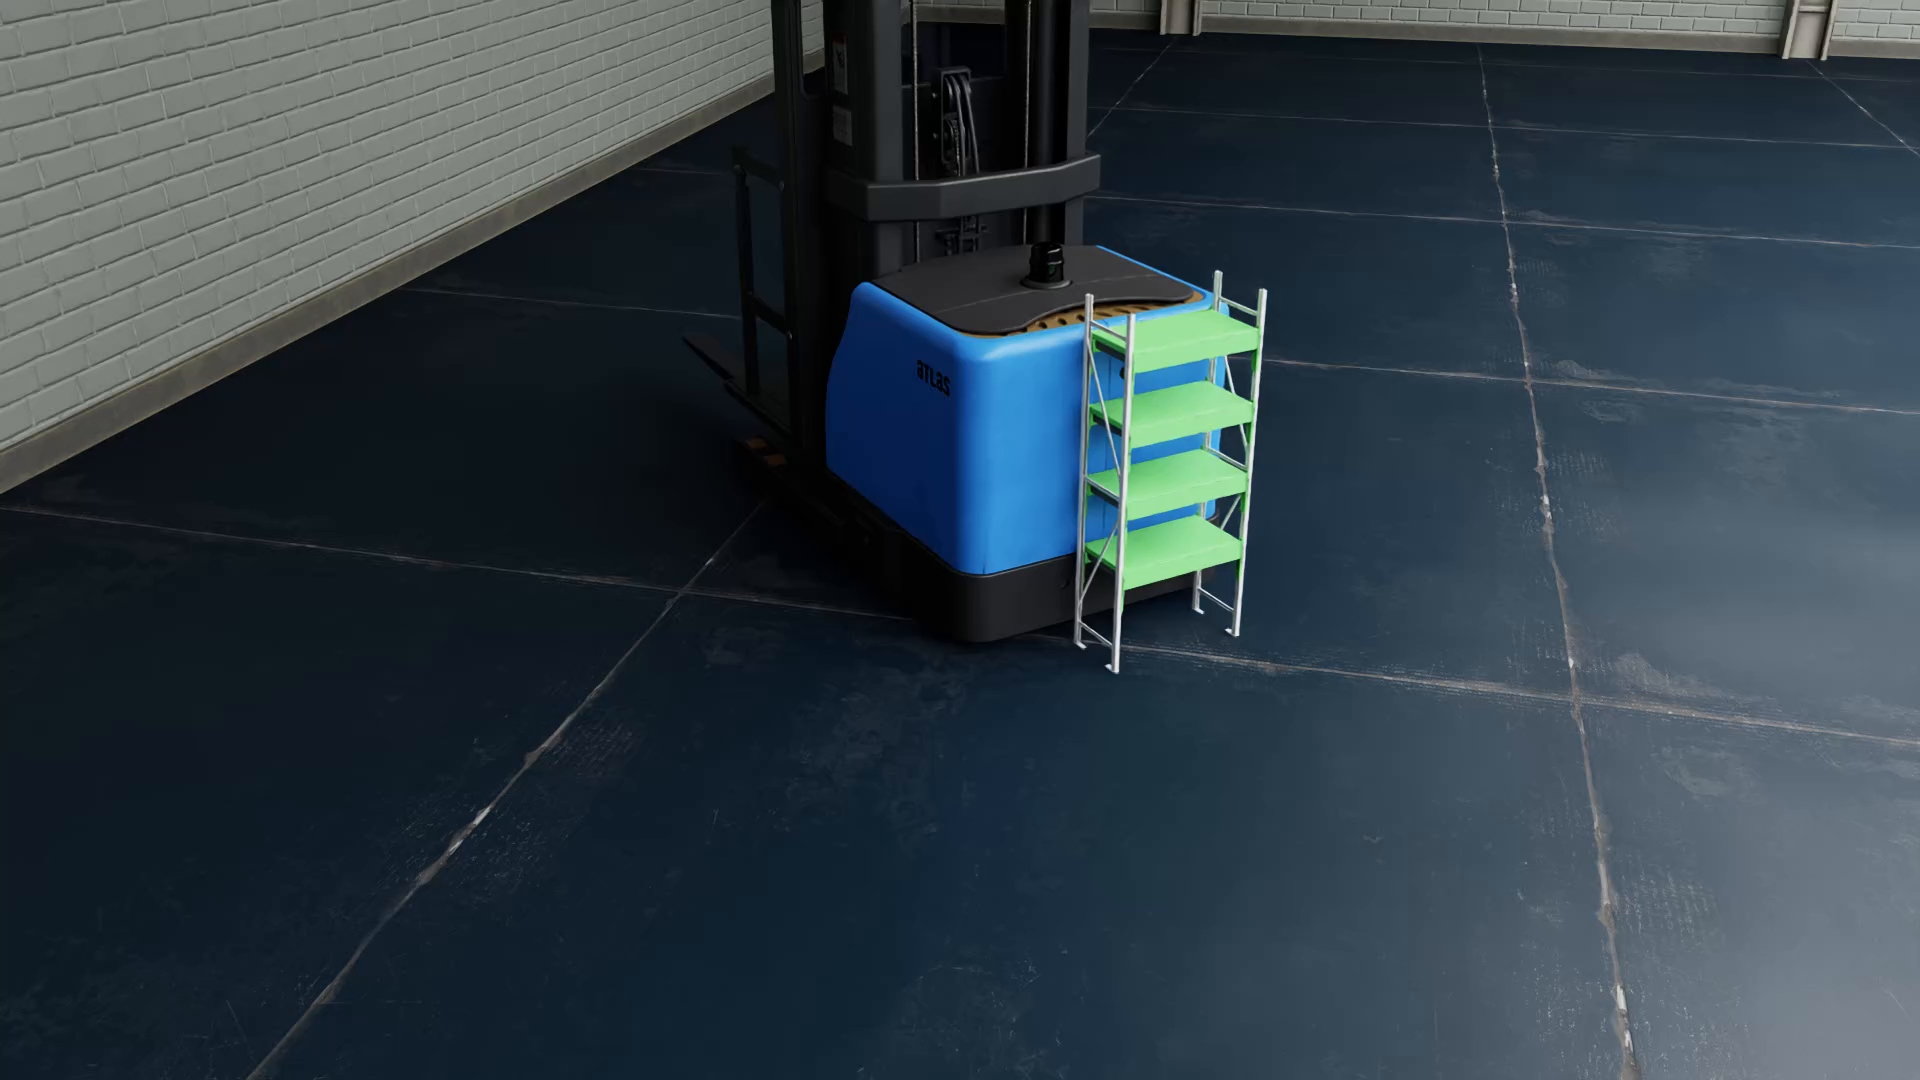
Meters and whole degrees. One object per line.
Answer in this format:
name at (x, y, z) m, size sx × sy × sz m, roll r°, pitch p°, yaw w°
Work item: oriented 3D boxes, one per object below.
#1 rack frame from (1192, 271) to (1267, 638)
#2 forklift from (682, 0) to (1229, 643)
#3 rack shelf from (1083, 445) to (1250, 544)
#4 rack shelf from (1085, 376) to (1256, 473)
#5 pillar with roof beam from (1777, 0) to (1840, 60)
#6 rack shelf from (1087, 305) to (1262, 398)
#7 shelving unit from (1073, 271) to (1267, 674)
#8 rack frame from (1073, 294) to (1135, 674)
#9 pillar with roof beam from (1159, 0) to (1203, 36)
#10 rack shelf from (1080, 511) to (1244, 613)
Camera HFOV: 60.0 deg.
rack frame at (0.867, -0.261, 5.403) m, size 0.015 × 1.200 × 0.240 m, roll -14°, pitch 29°, yaw -27°
forklift at (-0.264, -1.587, 6.173) m, size 1.130 × 2.935 × 3.031 m, roll -14°, pitch 29°, yaw -26°
rack shelf at (0.655, -0.151, 5.321) m, size 0.480 × 0.148 × 0.258 m, roll -14°, pitch 29°, yaw -27°
rack shelf at (0.655, -0.368, 5.217) m, size 0.480 × 0.148 × 0.258 m, roll -14°, pitch 29°, yaw -27°
pillar with roof beam at (7.044, -6.935, 10.348) m, size 0.400 × 9.000 × 9.100 m, roll 6°, pitch 26°, yaw 13°
rack shelf at (0.655, -0.585, 5.114) m, size 0.480 × 0.148 × 0.258 m, roll -14°, pitch 29°, yaw -27°
shelving unit at (0.655, -0.209, 5.293) m, size 0.503 × 1.200 × 0.258 m, roll -14°, pitch 29°, yaw -27°
rack frame at (0.444, -0.157, 5.184) m, size 0.015 × 1.200 × 0.240 m, roll -14°, pitch 29°, yaw -27°
pillar with roof beam at (1.233, -7.577, 11.697) m, size 0.400 × 9.000 × 9.100 m, roll 6°, pitch 26°, yaw 13°
rack shelf at (0.655, 0.065, 5.424) m, size 0.480 × 0.148 × 0.258 m, roll -14°, pitch 29°, yaw -27°
